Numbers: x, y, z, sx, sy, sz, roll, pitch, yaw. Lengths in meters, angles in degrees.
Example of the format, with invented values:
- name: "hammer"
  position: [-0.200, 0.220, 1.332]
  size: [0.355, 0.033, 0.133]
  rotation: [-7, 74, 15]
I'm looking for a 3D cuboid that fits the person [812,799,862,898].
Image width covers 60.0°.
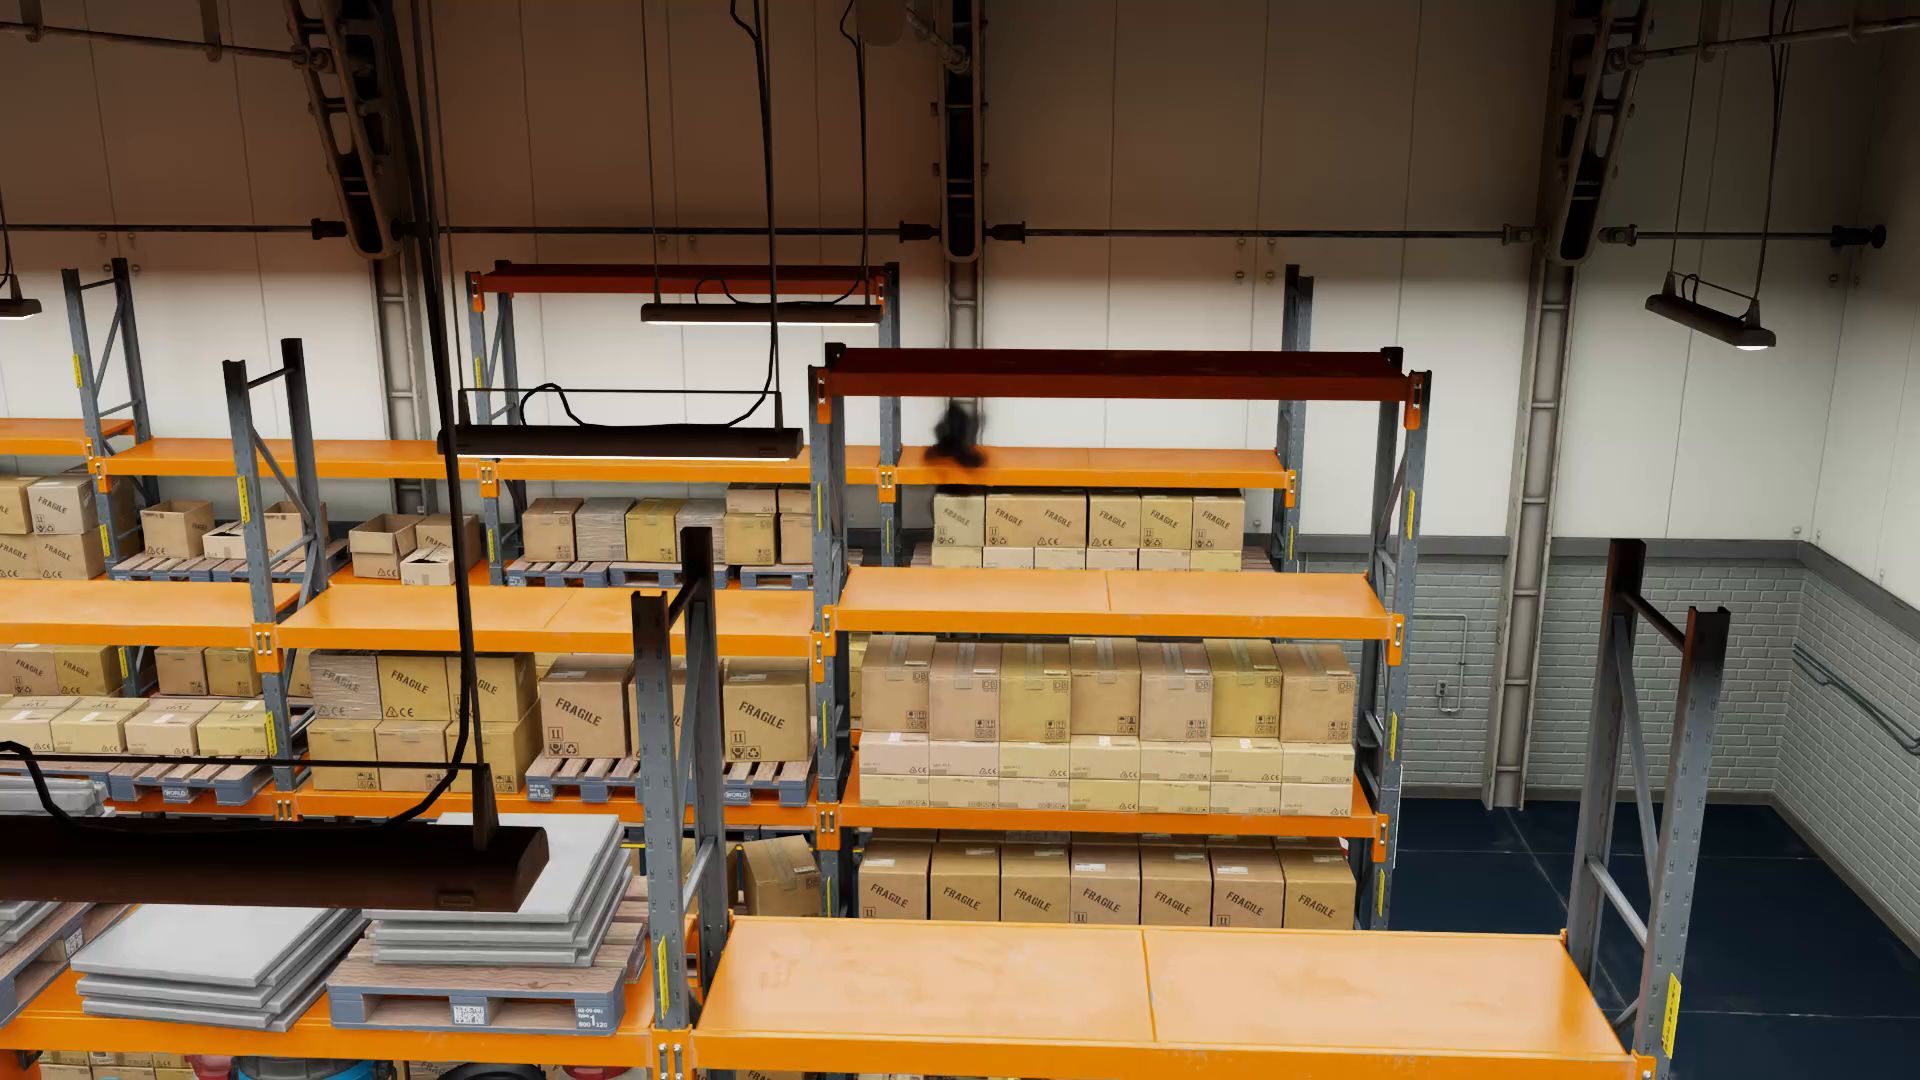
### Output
- name: "person"
  position: [-1.201, 2.634, 15.611]
  size: [0.834, 1.662, 0.579]
  rotation: [-2, 16, -7]
